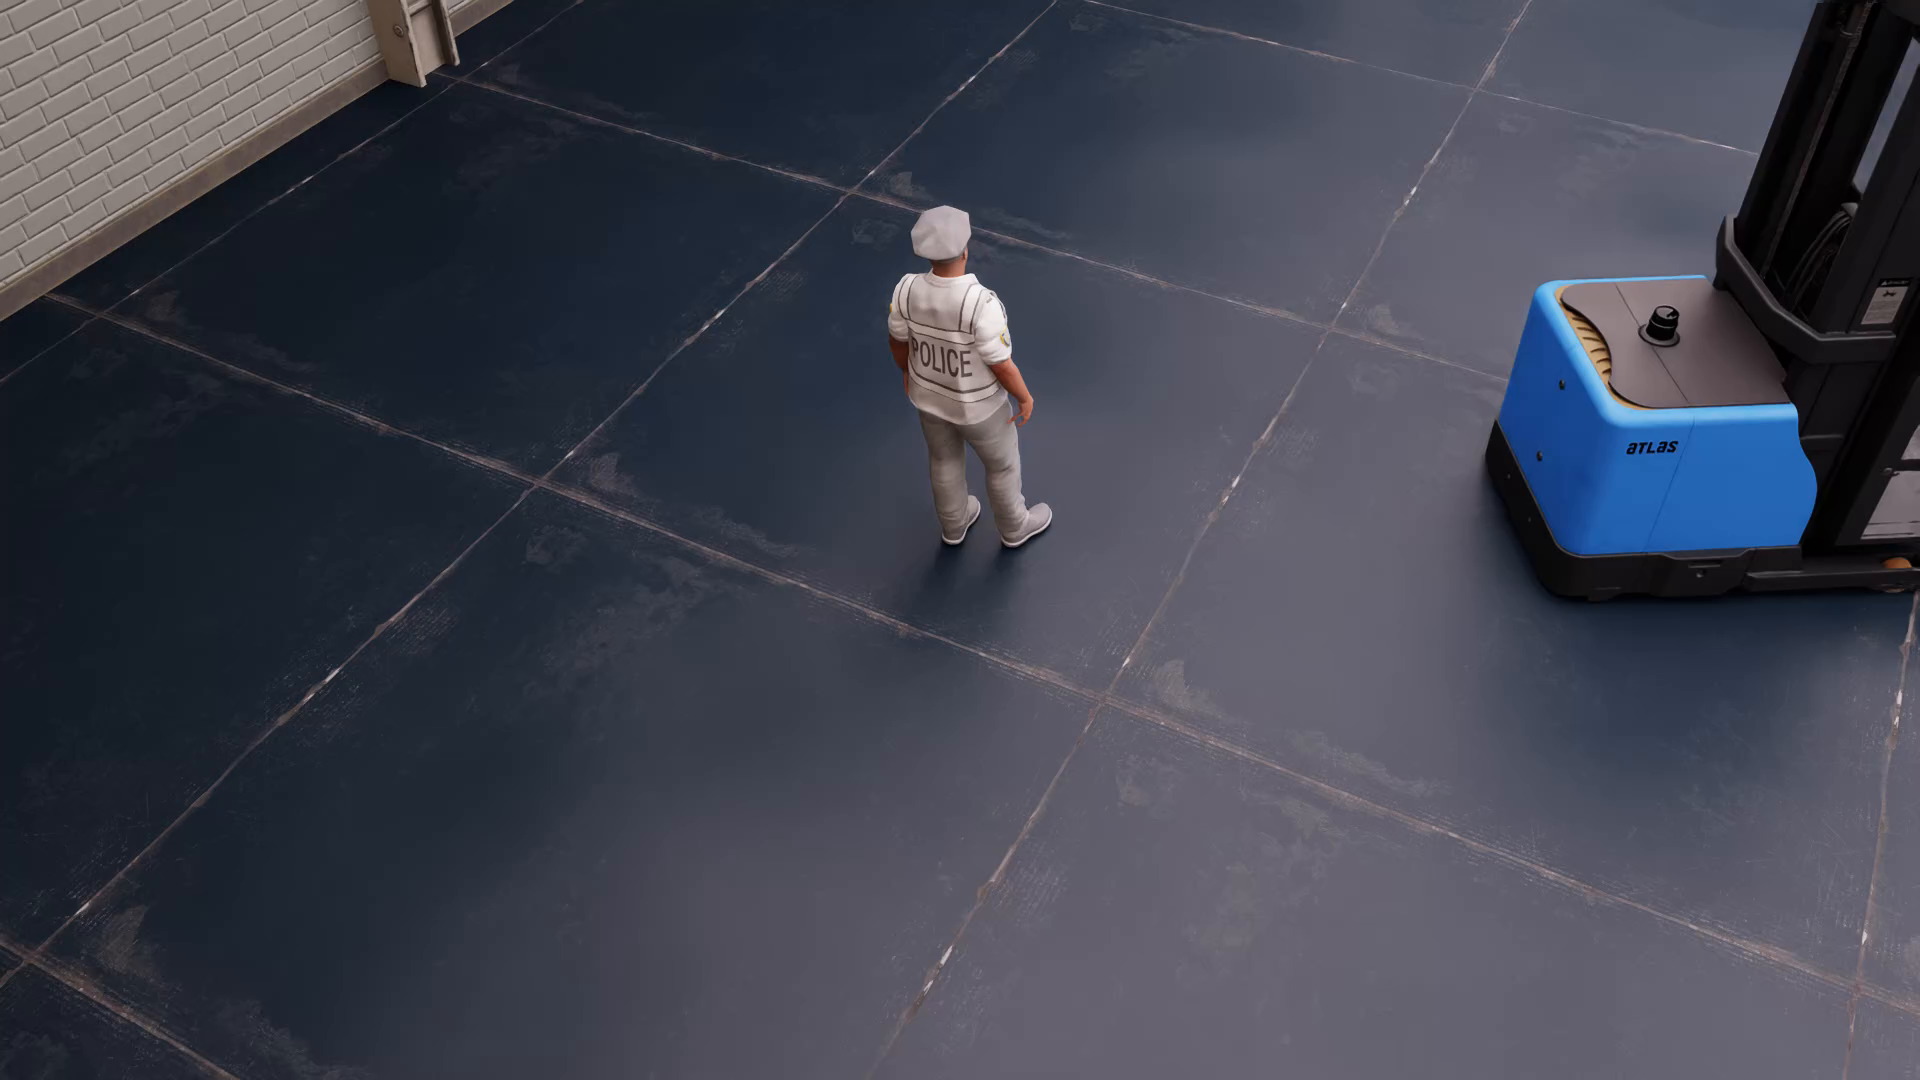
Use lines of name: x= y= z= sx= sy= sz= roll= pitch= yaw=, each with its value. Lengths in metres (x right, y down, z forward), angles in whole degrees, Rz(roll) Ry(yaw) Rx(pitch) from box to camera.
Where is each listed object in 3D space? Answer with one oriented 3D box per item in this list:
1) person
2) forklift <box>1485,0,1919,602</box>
person: x=0.047 y=-0.694 z=7.224 sx=0.640 sy=1.773 sz=0.575 roll=20 pitch=47 yaw=20
forklift: x=4.101 y=-1.189 z=6.916 sx=3.031 sy=2.935 sz=1.130 roll=-3 pitch=43 yaw=-3
